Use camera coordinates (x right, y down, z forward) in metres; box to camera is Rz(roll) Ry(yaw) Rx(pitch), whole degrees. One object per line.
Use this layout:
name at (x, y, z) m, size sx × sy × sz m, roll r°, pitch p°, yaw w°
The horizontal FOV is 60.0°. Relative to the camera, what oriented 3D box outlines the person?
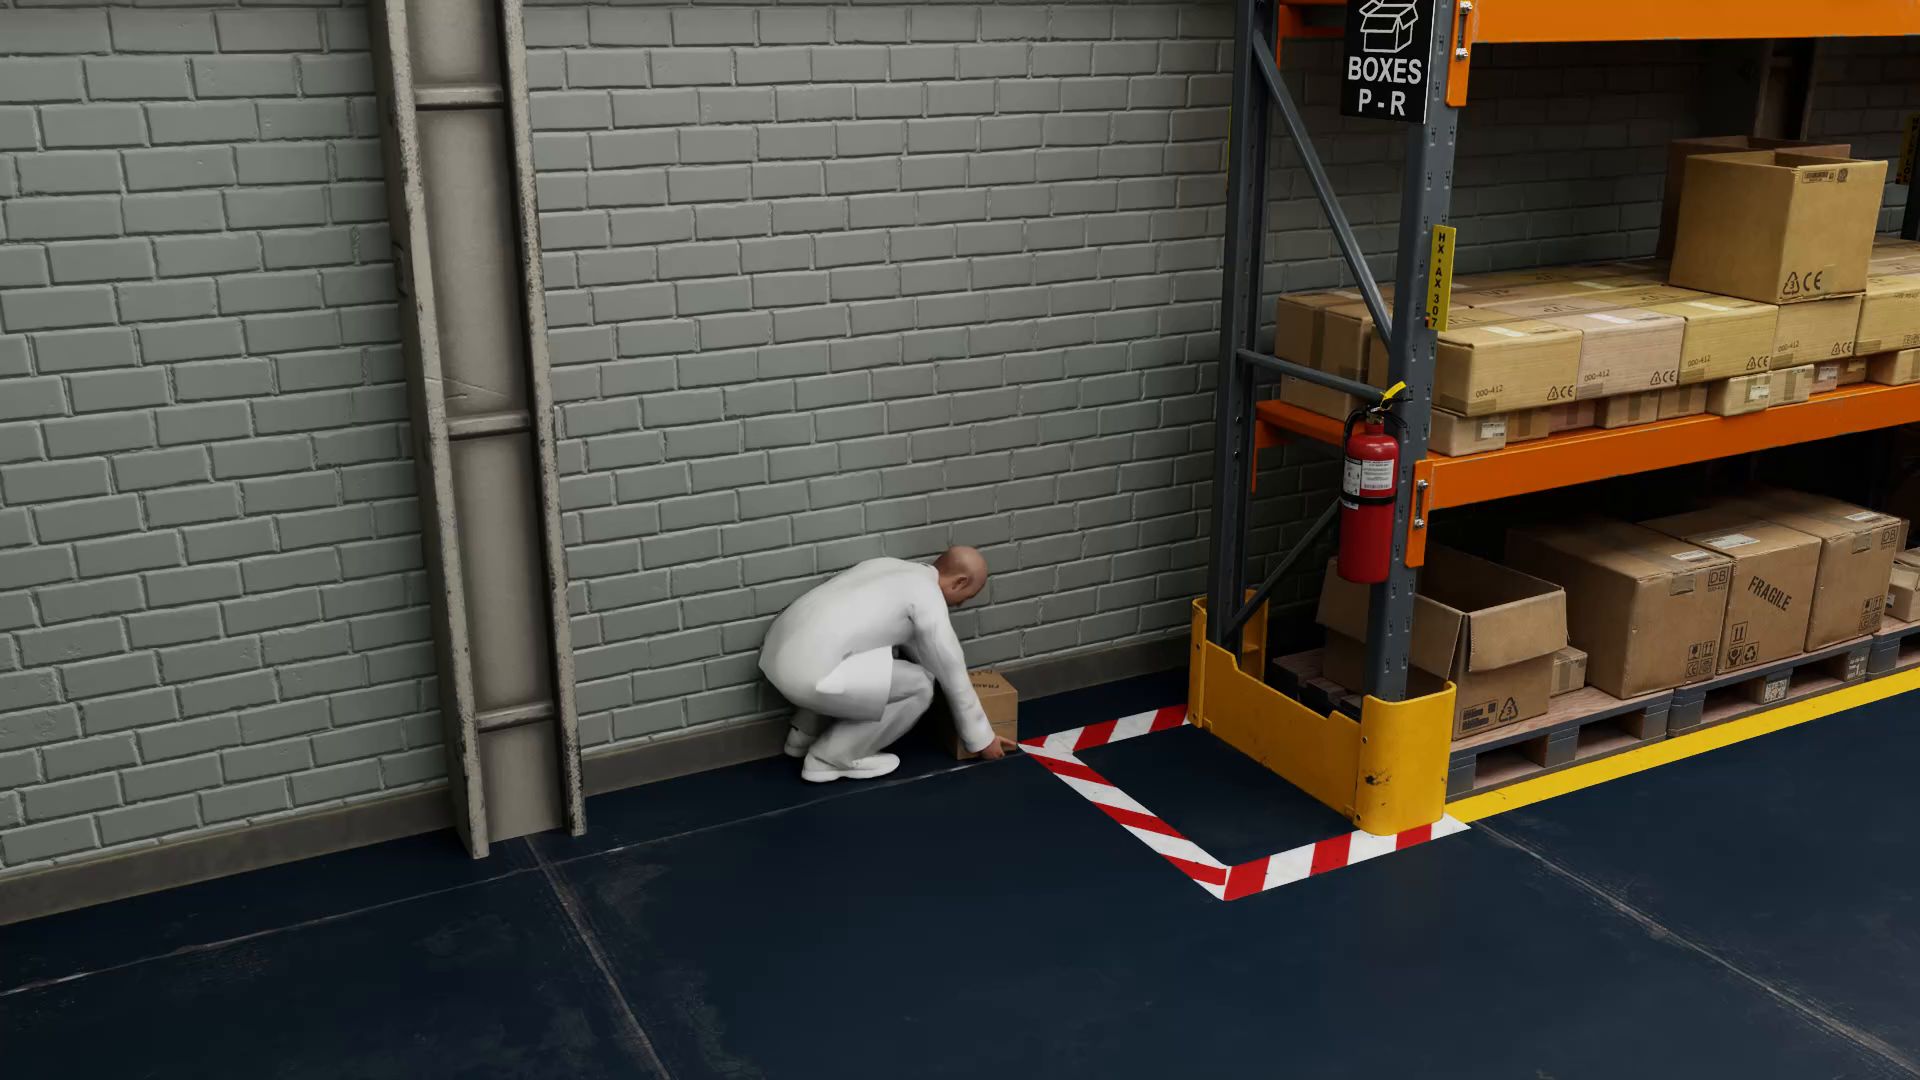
person at (-0.292, 0.503, 6.315) m, size 0.950 × 0.842 × 0.580 m, roll -7°, pitch 20°, yaw -21°
